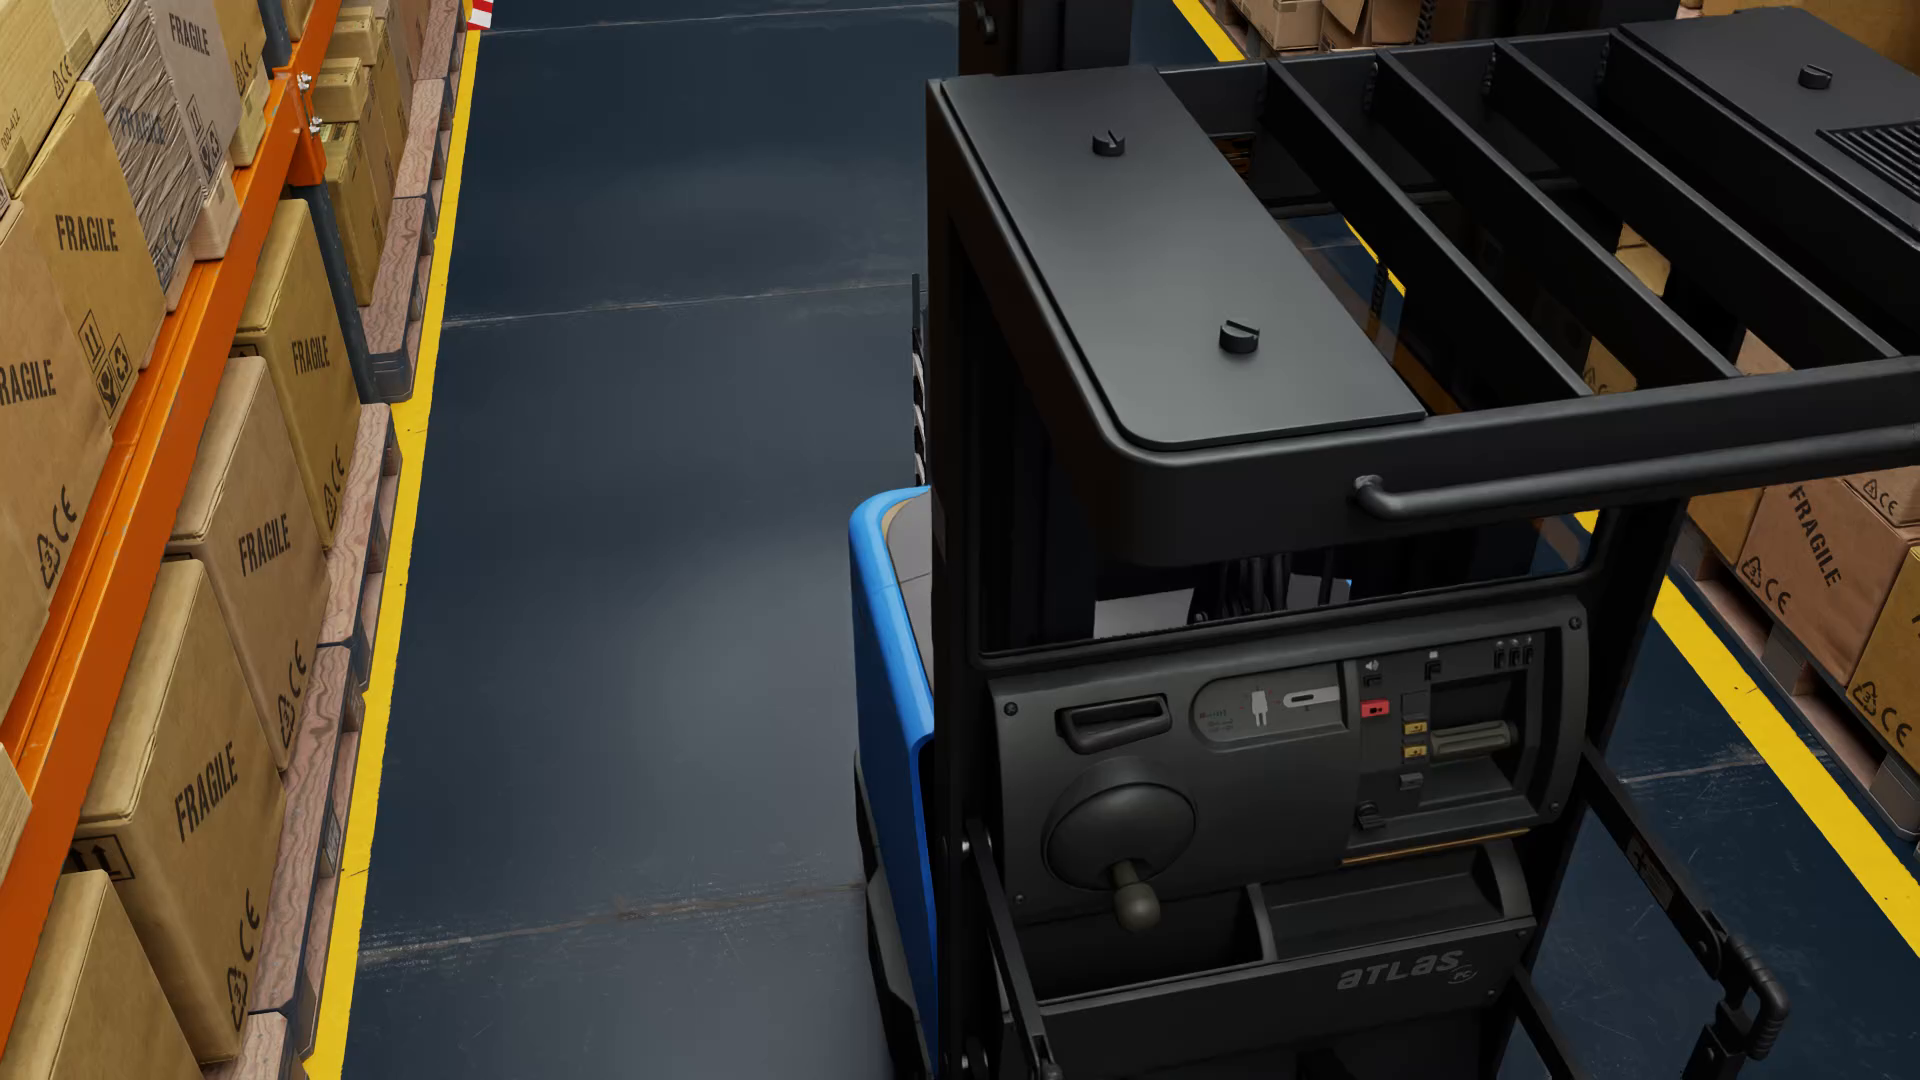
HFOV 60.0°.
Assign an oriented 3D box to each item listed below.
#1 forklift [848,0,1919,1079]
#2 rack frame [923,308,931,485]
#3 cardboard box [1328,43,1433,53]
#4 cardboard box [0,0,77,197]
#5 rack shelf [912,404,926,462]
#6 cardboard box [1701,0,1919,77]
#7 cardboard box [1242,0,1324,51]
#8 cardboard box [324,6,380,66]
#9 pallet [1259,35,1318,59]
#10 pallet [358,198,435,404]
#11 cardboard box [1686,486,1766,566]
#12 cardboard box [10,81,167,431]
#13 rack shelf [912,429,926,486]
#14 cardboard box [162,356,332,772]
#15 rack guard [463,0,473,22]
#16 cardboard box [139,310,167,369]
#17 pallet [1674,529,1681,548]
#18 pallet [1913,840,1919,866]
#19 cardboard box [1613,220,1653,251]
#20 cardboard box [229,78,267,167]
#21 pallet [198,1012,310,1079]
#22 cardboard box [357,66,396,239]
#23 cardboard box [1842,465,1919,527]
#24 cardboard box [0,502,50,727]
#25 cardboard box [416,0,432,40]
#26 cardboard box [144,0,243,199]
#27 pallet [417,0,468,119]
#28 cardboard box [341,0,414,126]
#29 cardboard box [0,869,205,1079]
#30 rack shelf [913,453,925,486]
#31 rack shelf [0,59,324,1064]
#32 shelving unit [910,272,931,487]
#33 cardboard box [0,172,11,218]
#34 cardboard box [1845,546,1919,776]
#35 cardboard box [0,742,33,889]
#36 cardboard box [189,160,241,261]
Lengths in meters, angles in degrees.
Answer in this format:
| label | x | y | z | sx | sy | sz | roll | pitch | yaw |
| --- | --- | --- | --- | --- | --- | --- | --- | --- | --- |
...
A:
| label | x | y | z | sx | sy | sz | roll | pitch | yaw |
| --- | --- | --- | --- | --- | --- | --- | --- | --- | --- |
| forklift | 0.555 | 0.409 | 2.335 | 1.130 | 2.935 | 3.031 | -8 | 38 | -10 |
| rack frame | 0.016 | -0.299 | 4.901 | 0.240 | 0.900 | 0.006 | -6 | 38 | -8 |
| cardboard box | 1.888 | -1.927 | 7.119 | 0.500 | 0.311 | 0.500 | -6 | 38 | -8 |
| cardboard box | -1.884 | -0.795 | 2.876 | 0.500 | 0.250 | 0.500 | -7 | 38 | -9 |
| rack shelf | -0.001 | -0.334 | 5.001 | 0.258 | 0.077 | 0.200 | -6 | 38 | -8 |
| cardboard box | 2.444 | -1.535 | 4.358 | 0.700 | 0.500 | 0.500 | -1 | 38 | -1 |
| cardboard box | 1.689 | -2.590 | 8.021 | 0.500 | 0.250 | 0.500 | -6 | 38 | -8 |
| cardboard box | -2.480 | -1.953 | 6.485 | 0.380 | 0.149 | 0.250 | -7 | 38 | -9 |
| pallet | 2.062 | -2.101 | 7.782 | 1.003 | 0.211 | 1.213 | -6 | 38 | -8 |
| pallet | -2.534 | -0.880 | 6.211 | 1.003 | 0.211 | 1.213 | -6 | 38 | -8 |
| cardboard box | 2.428 | -0.293 | 4.862 | 0.500 | 0.500 | 0.500 | -6 | 38 | -7 |
| cardboard box | -1.877 | -0.514 | 3.127 | 0.500 | 0.500 | 0.500 | -5 | 38 | -7 |
| rack shelf | -0.001 | -0.263 | 5.056 | 0.258 | 0.077 | 0.200 | -6 | 38 | -8 |
| cardboard box | -2.077 | 0.084 | 4.106 | 0.750 | 0.750 | 0.750 | -5 | 38 | -7 |
| rack guard | -3.183 | -2.957 | 8.649 | 1.175 | 0.500 | 0.348 | -6 | 38 | -8 |
| cardboard box | -1.960 | -0.477 | 3.607 | 0.380 | 0.149 | 0.250 | -7 | 38 | -9 |
| pallet | 2.578 | -0.460 | 5.671 | 1.003 | 0.211 | 1.213 | -6 | 38 | -8 |
| pallet | 3.006 | 1.013 | 3.774 | 1.003 | 0.211 | 1.213 | -6 | 38 | -8 |
| cardboard box | 2.243 | -0.917 | 5.664 | 0.500 | 0.500 | 0.500 | -8 | 39 | -10 |
| cardboard box | -2.072 | -1.099 | 4.408 | 0.380 | 0.149 | 0.250 | -6 | 38 | -7 |
| pallet | -1.841 | 1.519 | 3.123 | 1.003 | 0.211 | 1.213 | -6 | 38 | -8 |
| cardboard box | -2.593 | -1.459 | 6.378 | 0.700 | 0.500 | 0.500 | -7 | 38 | -8 |
| cardboard box | 2.507 | -0.306 | 4.267 | 0.500 | 0.250 | 0.500 | -7 | 38 | -9 |
| cardboard box | -1.692 | 0.099 | 2.337 | 0.500 | 0.500 | 0.500 | -5 | 38 | -6 |
| cardboard box | -2.958 | -2.696 | 7.971 | 0.700 | 0.500 | 0.500 | -6 | 38 | -8 |
| cardboard box | -2.049 | -1.120 | 3.906 | 0.500 | 0.500 | 0.500 | -6 | 38 | -8 |
| pallet | -2.962 | -2.354 | 8.108 | 1.003 | 0.211 | 1.213 | -6 | 38 | -8 |
| cardboard box | -2.781 | -2.091 | 7.191 | 0.700 | 0.500 | 0.500 | -7 | 38 | -9 |
| cardboard box | -1.776 | 1.127 | 2.764 | 0.750 | 0.750 | 0.750 | -7 | 38 | -9 |
| rack shelf | -0.001 | -0.192 | 5.111 | 0.258 | 0.077 | 0.200 | -6 | 38 | -8 |
| rack shelf | -2.127 | -0.022 | 3.419 | 1.077 | 0.370 | 4.000 | -6 | 38 | -8 |
| shelving unit | -0.001 | -0.360 | 4.980 | 0.258 | 0.900 | 0.210 | -6 | 38 | -8 |
| cardboard box | -1.789 | -0.487 | 2.480 | 0.500 | 0.250 | 0.500 | -6 | 38 | -8 |
| cardboard box | 2.614 | 0.328 | 4.061 | 0.500 | 0.500 | 0.500 | -8 | 38 | -10 |
| cardboard box | -1.605 | 0.447 | 2.418 | 0.380 | 0.149 | 0.250 | -5 | 38 | -7 |
| cardboard box | -1.967 | -0.784 | 4.003 | 0.380 | 0.149 | 0.250 | -6 | 38 | -8 |
